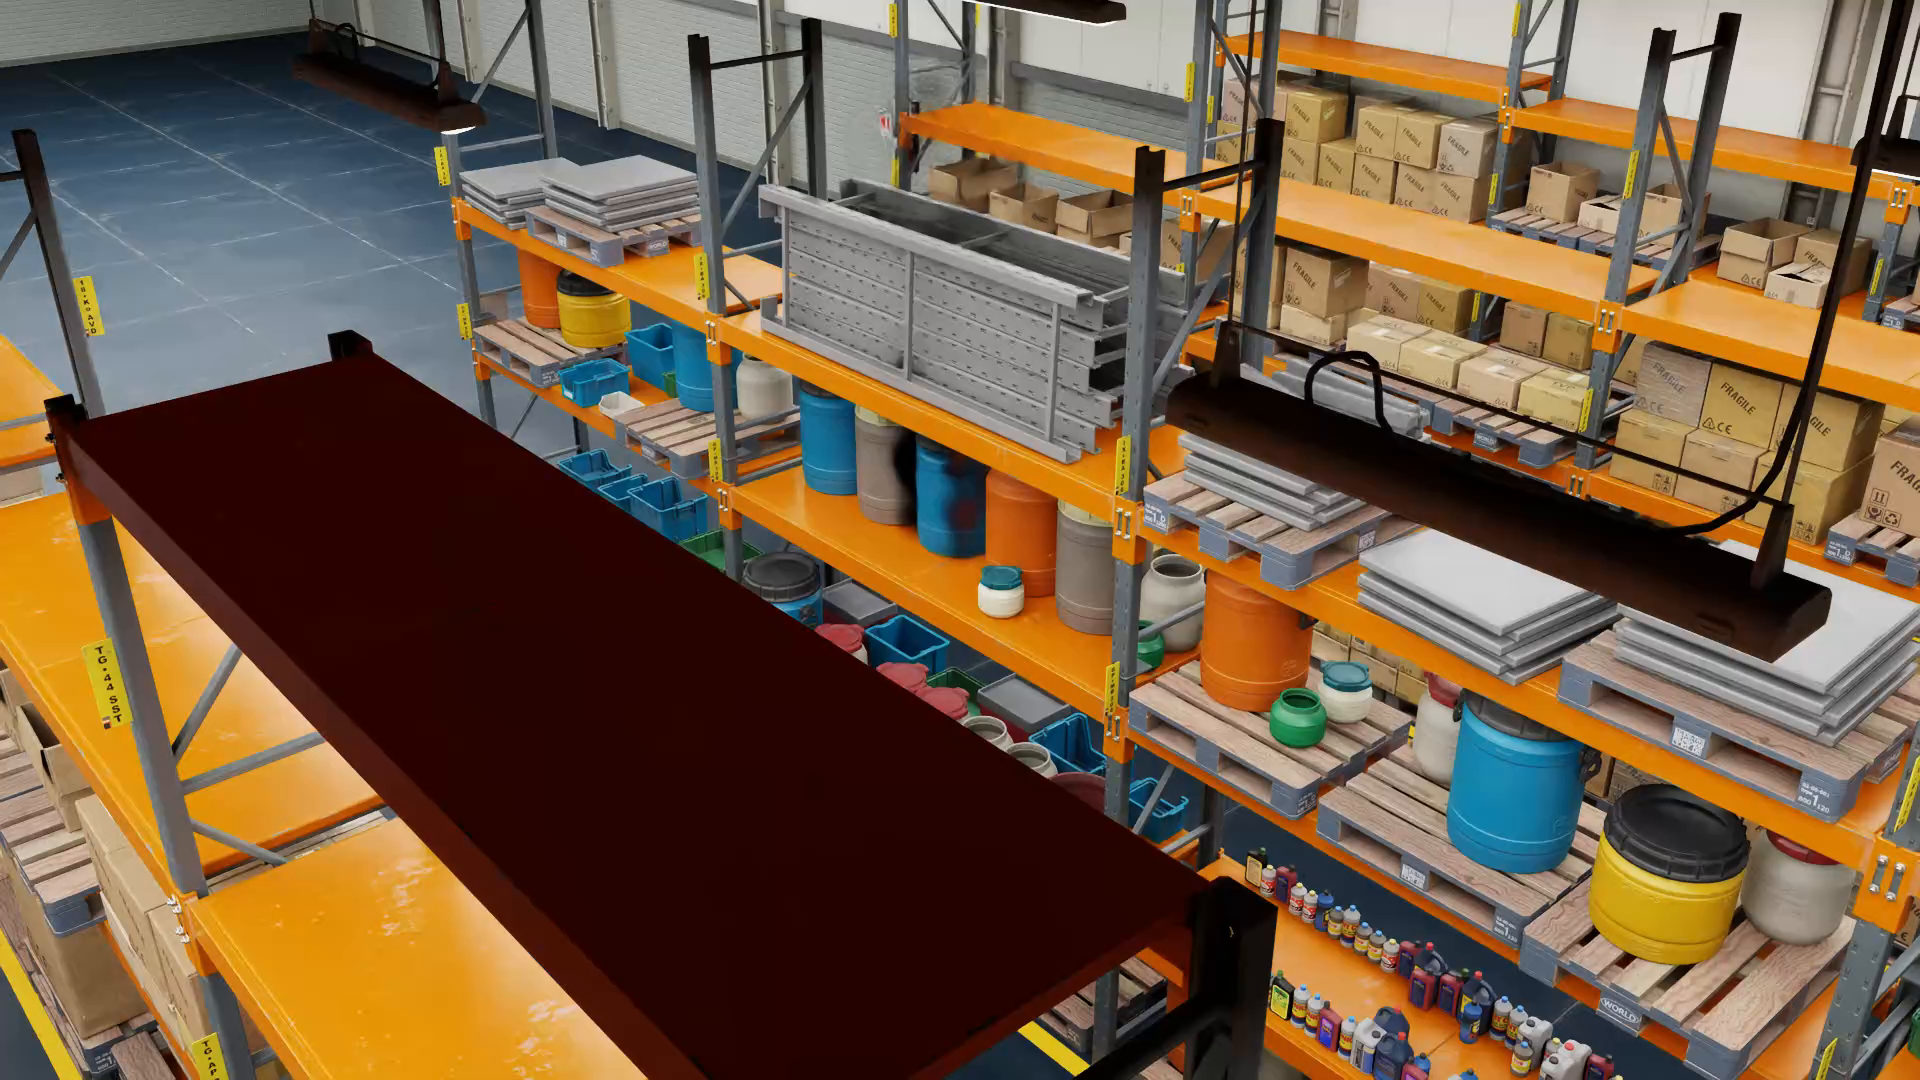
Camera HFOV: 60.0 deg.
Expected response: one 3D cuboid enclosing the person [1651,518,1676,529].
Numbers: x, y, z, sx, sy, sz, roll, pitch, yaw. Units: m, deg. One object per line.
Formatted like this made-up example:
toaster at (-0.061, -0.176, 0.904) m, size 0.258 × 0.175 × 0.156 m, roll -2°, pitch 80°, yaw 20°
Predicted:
person at (6.579, 0.246, 15.346) m, size 0.792 × 1.317 × 0.531 m, roll 24°, pitch 35°, yaw 38°
